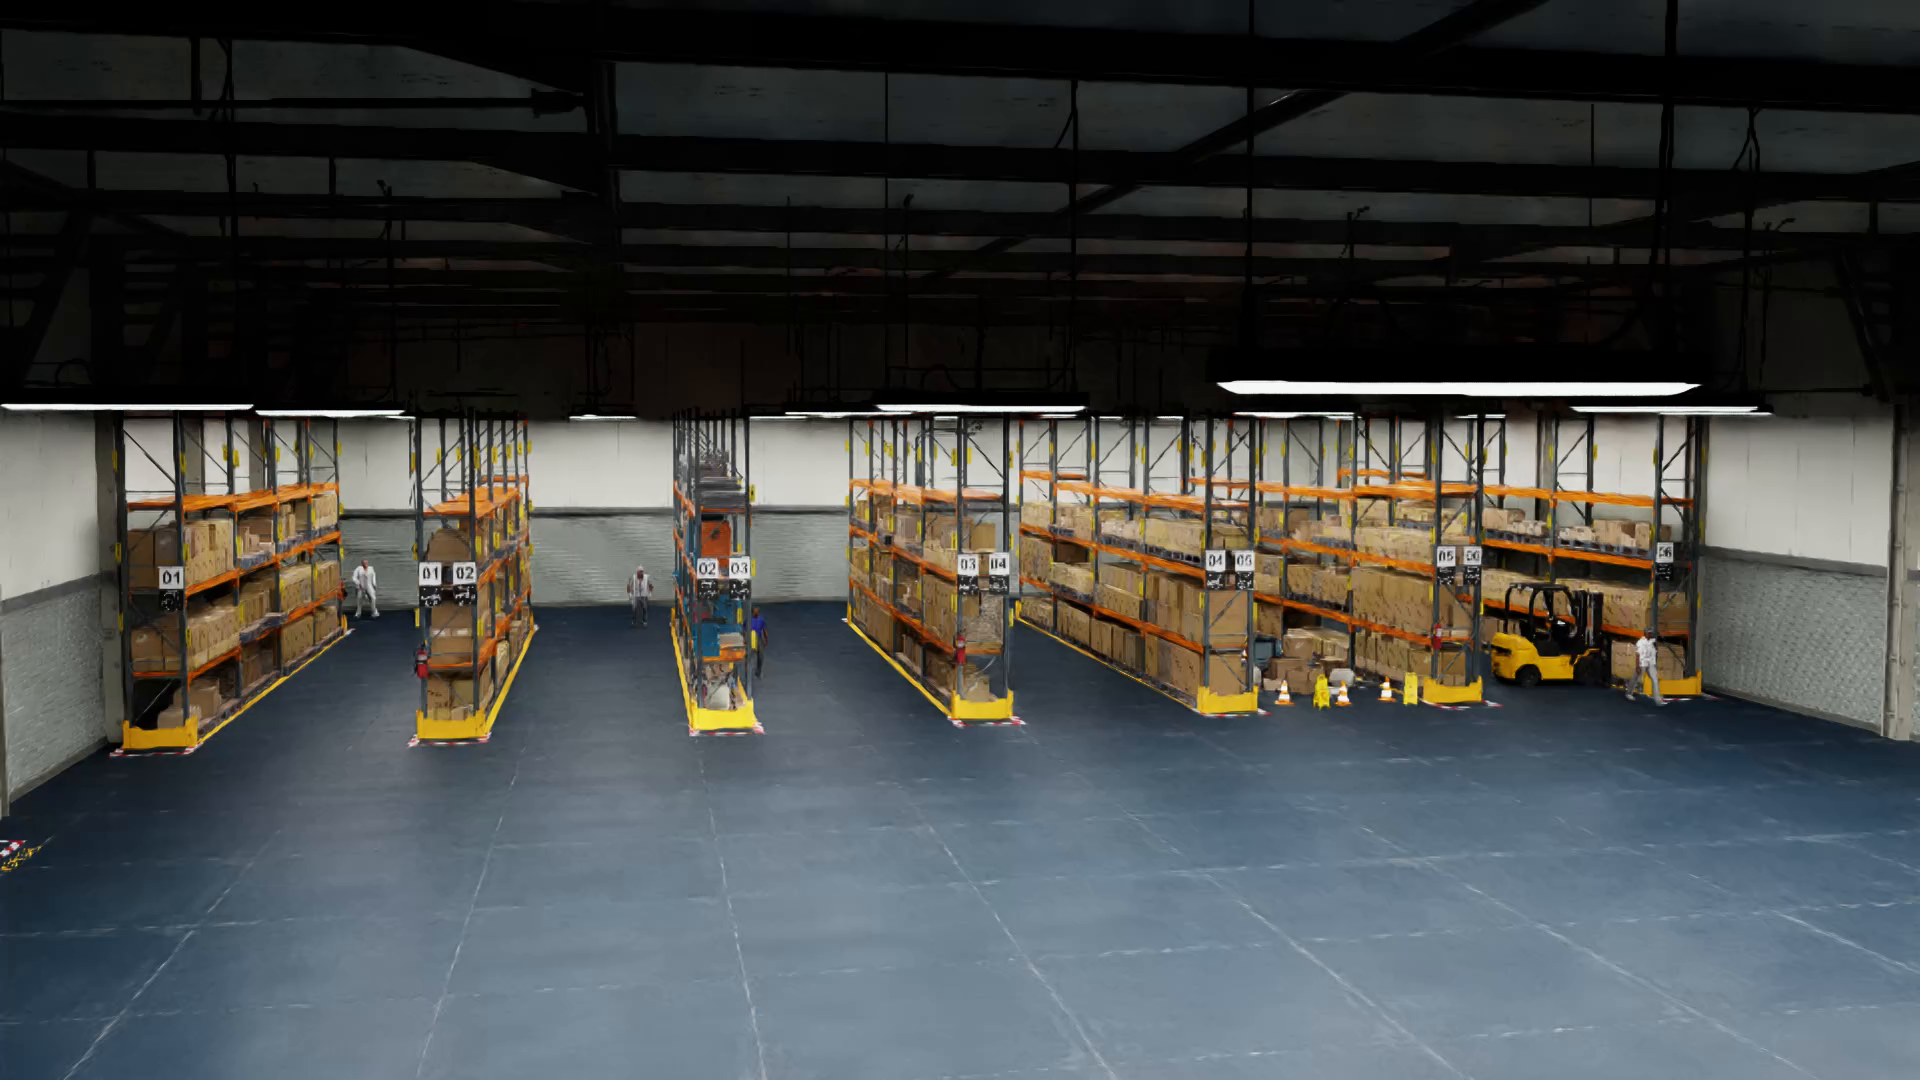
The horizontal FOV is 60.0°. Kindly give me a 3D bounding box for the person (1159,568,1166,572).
[{"bbox_3d":[5.706,1.584,46.828,0.533,1.586,0.558,0,4,2],"label":"person"}]

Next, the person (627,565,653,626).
[{"bbox_3d":[-8.956,1.557,46.534,0.702,1.735,0.549,-1,4,-12],"label":"person"}]

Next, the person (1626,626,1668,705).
[{"bbox_3d":[13.894,2.516,33.691,0.456,1.589,1.088,-1,4,-9],"label":"person"}]

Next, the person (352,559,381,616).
[{"bbox_3d":[-17.465,1.389,48.807,0.735,1.715,0.894,-2,5,-27],"label":"person"}]

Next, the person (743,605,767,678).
[{"bbox_3d":[-4.631,2.267,37.370,0.586,1.608,0.662,-1,4,-20],"label":"person"}]
